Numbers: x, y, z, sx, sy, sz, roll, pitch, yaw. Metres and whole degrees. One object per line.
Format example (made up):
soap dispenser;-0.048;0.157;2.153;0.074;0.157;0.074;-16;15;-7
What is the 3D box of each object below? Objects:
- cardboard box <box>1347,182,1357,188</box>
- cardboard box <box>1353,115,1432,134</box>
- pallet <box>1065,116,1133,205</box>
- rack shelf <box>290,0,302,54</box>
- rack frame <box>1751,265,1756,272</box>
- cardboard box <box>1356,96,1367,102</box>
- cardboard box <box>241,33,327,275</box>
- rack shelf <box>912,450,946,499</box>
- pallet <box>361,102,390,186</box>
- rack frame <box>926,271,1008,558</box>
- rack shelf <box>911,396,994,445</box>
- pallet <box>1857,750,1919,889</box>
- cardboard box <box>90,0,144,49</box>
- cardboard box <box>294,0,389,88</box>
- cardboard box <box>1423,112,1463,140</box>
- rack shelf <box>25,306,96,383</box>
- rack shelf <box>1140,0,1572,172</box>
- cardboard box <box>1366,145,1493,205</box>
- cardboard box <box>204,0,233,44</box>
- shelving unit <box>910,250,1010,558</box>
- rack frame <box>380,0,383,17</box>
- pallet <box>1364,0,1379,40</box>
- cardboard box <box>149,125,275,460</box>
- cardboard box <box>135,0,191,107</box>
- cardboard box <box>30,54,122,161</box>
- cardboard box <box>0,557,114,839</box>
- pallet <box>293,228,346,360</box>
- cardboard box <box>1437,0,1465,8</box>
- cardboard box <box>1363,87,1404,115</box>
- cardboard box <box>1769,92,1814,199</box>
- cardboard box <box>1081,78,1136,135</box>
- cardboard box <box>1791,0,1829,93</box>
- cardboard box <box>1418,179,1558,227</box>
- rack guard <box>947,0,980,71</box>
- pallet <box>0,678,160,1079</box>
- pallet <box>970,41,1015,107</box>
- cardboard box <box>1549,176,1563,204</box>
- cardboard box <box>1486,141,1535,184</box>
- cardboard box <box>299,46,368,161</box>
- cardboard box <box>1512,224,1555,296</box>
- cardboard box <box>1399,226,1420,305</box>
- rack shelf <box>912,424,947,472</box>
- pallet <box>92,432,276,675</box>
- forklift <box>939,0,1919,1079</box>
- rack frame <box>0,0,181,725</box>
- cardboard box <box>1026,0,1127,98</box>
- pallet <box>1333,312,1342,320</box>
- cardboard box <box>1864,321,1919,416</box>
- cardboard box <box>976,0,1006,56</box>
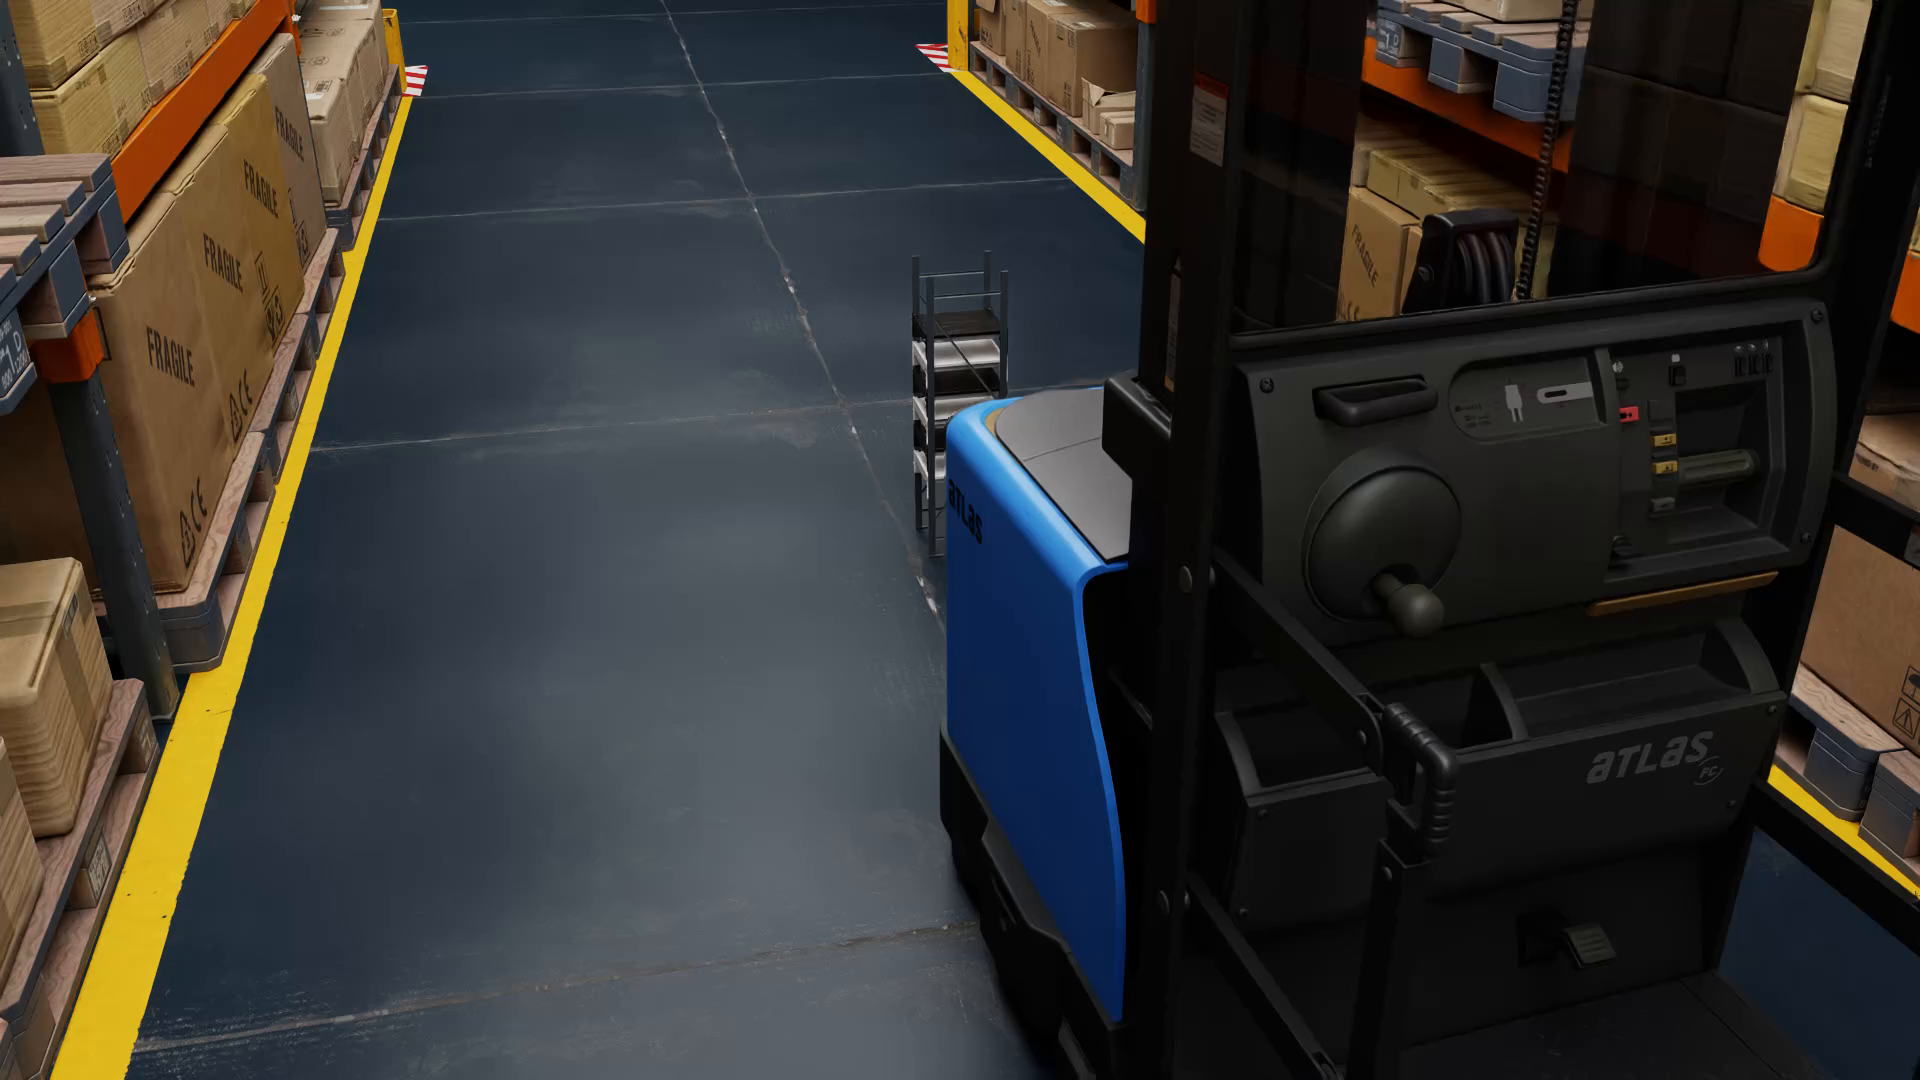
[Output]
cardboard box;1.629;-1.259;6.724;0.500;0.500;0.500;-7;28;-13
cardboard box;1.656;-1.598;6.675;0.380;0.149;0.250;-6;27;-11
pallet;1.236;-2.160;9.296;1.003;0.211;1.213;-6;27;-12
rack shelf;-3.896;-3.155;8.970;1.077;0.370;4.000;-6;27;-12
rack frame;2.292;-1.348;4.591;1.000;3.000;0.127;-6;27;-12
cardboard box;1.513;-1.823;7.120;0.380;0.149;0.250;-6;27;-12
cardboard box;-3.227;-1.573;6.929;0.875;0.875;0.875;-5;27;-10
rack shelf;-0.002;-0.215;5.150;0.258;0.077;0.200;-6;27;-12
pallet;-3.819;-2.232;9.437;1.003;0.211;1.213;-6;27;-12
rack frame;0.021;-0.361;4.966;0.240;0.900;0.006;-6;27;-12
rack shelf;-0.002;-0.376;5.069;0.258;0.077;0.200;-6;27;-12
pallet;2.711;0.797;3.437;1.003;0.211;1.213;-6;27;-12
cardboard box;-2.533;-1.473;4.451;0.500;0.250;0.500;-5;27;-10
cardboard box;-4.100;-3.118;10.476;0.875;0.438;0.875;-7;28;-13
cardboard box;2.115;-1.655;6.787;0.380;0.149;0.250;-7;28;-14
rack shelf;-2.093;0.357;2.012;1.077;0.370;4.000;-6;27;-12
rack shelf;1.841;-1.905;6.493;1.077;0.370;4.000;-6;27;-12
cardboard box;1.753;-1.367;6.217;0.380;0.149;0.250;-6;27;-12
cardboard box;-2.889;-1.913;5.877;0.500;0.250;0.500;-7;28;-13
shelving unit;-0.002;-0.405;5.054;0.258;0.900;0.210;-6;27;-12
rack frame;-4.346;-4.354;10.547;1.000;3.000;0.127;-6;27;-12
pallet;1.849;-2.115;6.325;1.003;0.211;1.213;-6;27;-12
cardboard box;-2.815;-0.785;5.367;0.875;0.875;0.875;-6;27;-11
cardboard box;-2.654;-1.470;5.000;0.500;0.250;0.500;-5;27;-10
cardboard box;-2.409;-1.015;4.099;0.500;0.250;0.500;-6;27;-12
cardboard box;-2.426;0.393;3.593;0.950;0.372;0.625;-8;28;-15
pallet;-3.198;-1.022;7.041;1.003;0.211;1.213;-6;27;-12
cardboard box;1.738;-1.898;5.383;0.500;0.250;0.500;-7;28;-14
cardboard box;1.975;-1.876;7.225;0.380;0.149;0.250;-5;27;-10
cardboard box;2.154;-1.061;4.190;0.500;0.250;0.500;-6;27;-11
cardboard box;0.898;-2.442;9.328;0.396;0.266;0.258;-5;27;-10
cardboard box;2.129;-1.282;4.072;0.500;0.250;0.500;-6;27;-12
cardboard box;1.825;-1.137;5.761;0.380;0.149;0.250;-7;28;-13
rack guard;0.506;-3.710;12.046;1.175;0.500;0.348;-6;27;-12
pallet;-2.369;0.746;3.538;1.003;0.211;1.213;-6;27;-12
pallet;0.686;-3.231;11.418;1.003;0.211;1.213;-6;27;-12
cardboard box;2.310;-1.190;5.867;0.380;0.149;0.250;-6;27;-11
cardboard box;2.233;-1.428;6.339;0.380;0.149;0.250;-7;28;-13
cardboard box;-3.684;-2.321;8.897;0.875;0.438;0.875;-7;28;-13
cardboard box;1.934;-0.900;5.292;0.380;0.149;0.250;-7;28;-14
cardboard box;1.884;-0.804;5.822;0.500;0.500;0.500;-6;27;-12
rack shelf;-0.002;-0.295;5.110;0.258;0.077;0.200;-6;27;-12
pallet;-2.648;0.049;4.918;1.003;0.211;1.213;-6;27;-12
forklift;0.892;-0.066;2.129;1.130;2.935;3.031;-8;28;-16
rack frame;-2.544;-0.842;3.589;1.000;3.000;0.127;-6;27;-12
cardboard box;0.711;-3.032;10.236;0.500;0.500;0.500;-5;27;-11
pallet;1.889;-0.969;6.935;1.003;0.211;1.213;-6;27;-12
cardboard box;2.419;-0.200;4.486;0.875;0.625;0.625;-5;27;-10
cardboard box;0.534;-3.655;11.466;0.797;0.503;0.637;-7;28;-14
